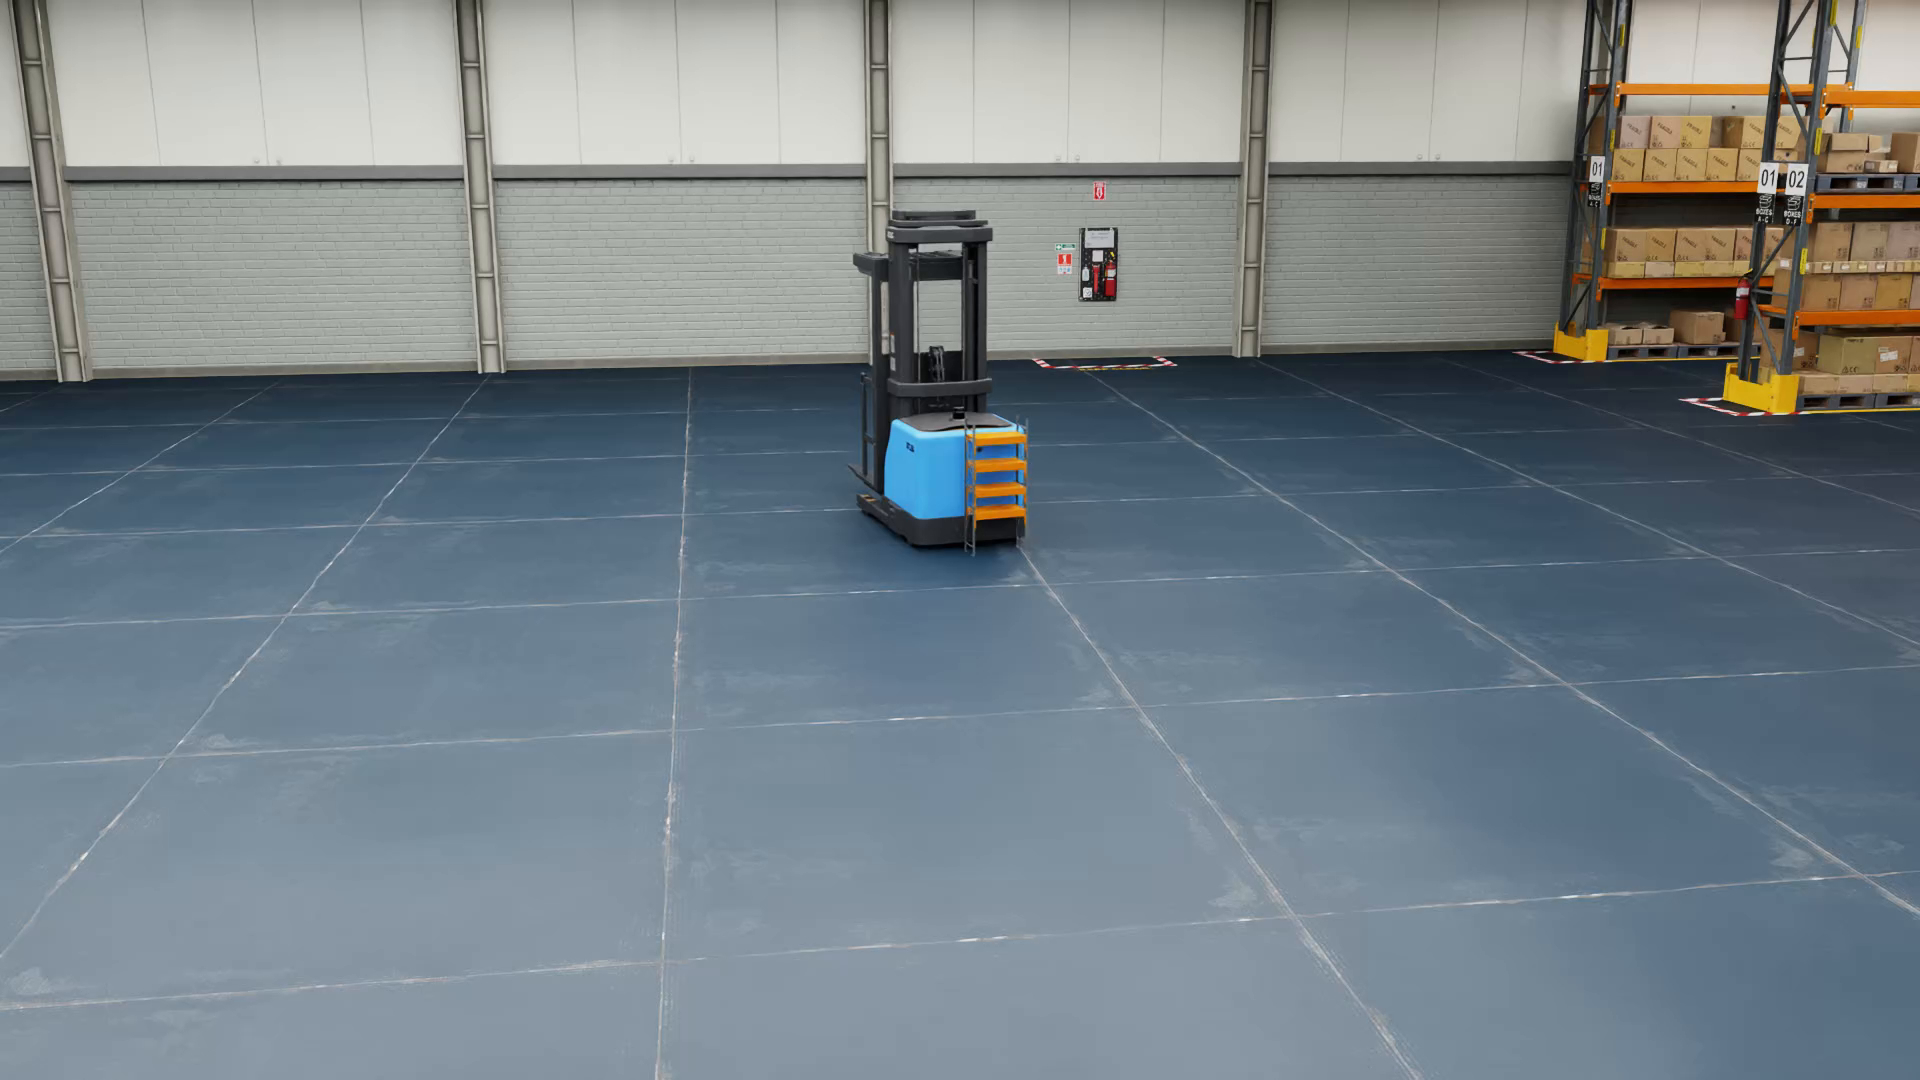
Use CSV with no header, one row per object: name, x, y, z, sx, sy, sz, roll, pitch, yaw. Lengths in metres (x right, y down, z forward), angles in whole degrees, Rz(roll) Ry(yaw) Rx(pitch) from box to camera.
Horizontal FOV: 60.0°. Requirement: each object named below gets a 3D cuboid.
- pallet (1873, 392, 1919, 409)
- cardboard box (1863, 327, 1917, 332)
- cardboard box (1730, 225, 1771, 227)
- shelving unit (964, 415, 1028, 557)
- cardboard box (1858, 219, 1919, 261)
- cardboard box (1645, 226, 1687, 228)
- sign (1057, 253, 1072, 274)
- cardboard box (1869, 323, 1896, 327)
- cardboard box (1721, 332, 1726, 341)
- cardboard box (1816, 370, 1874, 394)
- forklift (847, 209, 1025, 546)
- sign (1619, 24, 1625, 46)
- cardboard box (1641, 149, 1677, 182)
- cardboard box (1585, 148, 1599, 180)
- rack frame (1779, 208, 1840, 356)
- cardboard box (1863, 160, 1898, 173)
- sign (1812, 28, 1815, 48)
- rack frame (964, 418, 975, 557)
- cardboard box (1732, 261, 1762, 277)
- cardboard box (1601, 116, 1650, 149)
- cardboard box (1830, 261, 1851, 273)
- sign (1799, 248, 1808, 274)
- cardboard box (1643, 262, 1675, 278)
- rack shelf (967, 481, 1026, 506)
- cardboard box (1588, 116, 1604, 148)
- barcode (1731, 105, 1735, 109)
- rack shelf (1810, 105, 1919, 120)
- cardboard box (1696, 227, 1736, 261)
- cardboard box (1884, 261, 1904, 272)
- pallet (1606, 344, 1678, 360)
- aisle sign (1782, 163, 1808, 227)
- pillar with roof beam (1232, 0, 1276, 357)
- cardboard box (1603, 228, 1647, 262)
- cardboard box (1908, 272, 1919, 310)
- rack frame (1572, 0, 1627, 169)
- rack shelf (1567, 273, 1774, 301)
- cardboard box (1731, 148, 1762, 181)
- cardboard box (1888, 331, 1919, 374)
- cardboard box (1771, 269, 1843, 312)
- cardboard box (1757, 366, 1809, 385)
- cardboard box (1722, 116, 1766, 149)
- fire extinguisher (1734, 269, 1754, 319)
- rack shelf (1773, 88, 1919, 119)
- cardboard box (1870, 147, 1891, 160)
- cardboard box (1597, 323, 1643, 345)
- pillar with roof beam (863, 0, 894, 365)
pallet,12.753,-1.998,22.753,1.213,0.211,1.003,-2,14,-8
cardboard box,12.766,-2.651,22.874,0.500,0.500,0.500,-2,14,-8
cardboard box,13.005,-4.921,27.404,0.500,0.500,0.500,-2,14,-9
shelving unit,0.316,-0.477,14.657,0.503,1.200,0.258,-5,15,-19
cardboard box,12.332,-4.001,22.137,0.500,0.500,0.700,-2,14,-8
cardboard box,11.502,-4.865,27.179,0.500,0.500,0.500,-2,14,-10
sign,1.676,-4.418,26.599,0.234,0.329,0.001,-2,14,-8
cardboard box,15.241,-3.668,27.914,0.500,0.500,0.700,-2,14,-9
cardboard box,12.428,-3.383,27.500,0.250,0.149,0.380,-3,14,-13
cardboard box,11.856,-2.124,22.313,0.500,0.250,0.500,-2,14,-8
forklift,-0.373,-1.686,15.917,1.130,2.935,3.031,-5,15,-18
sign,10.138,-7.731,25.467,0.005,0.325,0.100,-2,14,-8
cardboard box,10.962,-5.936,26.313,0.500,0.500,0.500,-1,14,-5
cardboard box,10.432,-6.049,26.764,0.500,0.500,0.500,-1,14,-4
rack frame,14.013,-4.605,27.419,0.127,3.000,1.000,-2,14,-8
cardboard box,11.989,-4.874,21.688,0.250,0.149,0.380,-2,14,-8
sign,13.924,-8.178,27.087,0.005,0.325,0.100,-2,14,-8
rack frame,0.086,-0.457,14.578,0.015,1.200,0.240,-5,15,-19
cardboard box,12.600,-4.414,26.924,0.500,0.250,0.500,-2,14,-9
cardboard box,10.474,-6.414,26.162,0.500,0.500,0.500,-3,14,-12
cardboard box,11.480,-3.605,21.890,0.250,0.149,0.380,-2,14,-10
sign,10.876,-3.593,21.442,0.005,0.325,0.100,-2,14,-8
cardboard box,11.098,-4.361,26.711,0.500,0.250,0.500,-3,14,-10
rack shelf,0.316,-0.412,14.673,0.480,0.148,0.258,-5,15,-19
cardboard box,10.445,-6.537,26.653,0.500,0.500,0.500,-1,14,-6
barcode,12.574,-7.035,27.034,0.075,0.075,0.001,-2,14,-8
rack shelf,15.990,-7.045,27.114,4.000,0.370,1.077,-2,14,-8
cardboard box,12.085,-4.760,26.762,0.500,0.500,0.500,-2,14,-7
cardboard box,12.240,-3.632,22.000,0.250,0.149,0.380,-3,14,-10
pallet,10.941,-3.131,27.274,1.213,0.211,1.003,-2,14,-8
aisle sign,10.780,-4.454,21.470,0.004,0.787,0.394,-2,14,-8
pillar with roof beam,5.329,-6.351,22.045,0.400,9.000,9.100,-2,14,-8
cardboard box,10.574,-4.706,26.546,0.500,0.500,0.500,-2,14,-8
cardboard box,12.793,-3.388,22.359,0.500,0.500,0.700,-2,14,-7
rack frame,10.057,-7.370,26.111,0.127,3.000,1.000,-2,14,-8
rack shelf,12.035,-4.184,27.217,4.000,0.370,1.077,-2,14,-8
cardboard box,12.506,-5.996,26.552,0.500,0.500,0.500,-3,14,-11
cardboard box,12.846,-2.522,22.360,0.500,0.500,0.500,-2,14,-8
cardboard box,11.262,-3.331,22.133,0.500,0.500,0.700,-2,14,-8
cardboard box,11.285,-2.229,22.734,0.500,0.250,0.500,-2,14,-8
cardboard box,12.502,-6.476,26.410,0.500,0.500,0.500,-3,14,-10
fire extinguisher,10.613,-3.339,22.528,0.183,0.674,0.296,-2,14,-8
rack shelf,12.777,-5.708,21.785,4.000,0.370,1.077,-2,14,-8
cardboard box,12.448,-5.077,22.167,0.500,0.311,0.500,0,14,-2
cardboard box,10.755,-3.373,27.128,0.500,0.311,0.500,-4,15,-15
pillar with roof beam,-0.604,-6.133,21.178,0.400,9.000,9.100,-2,14,-8
